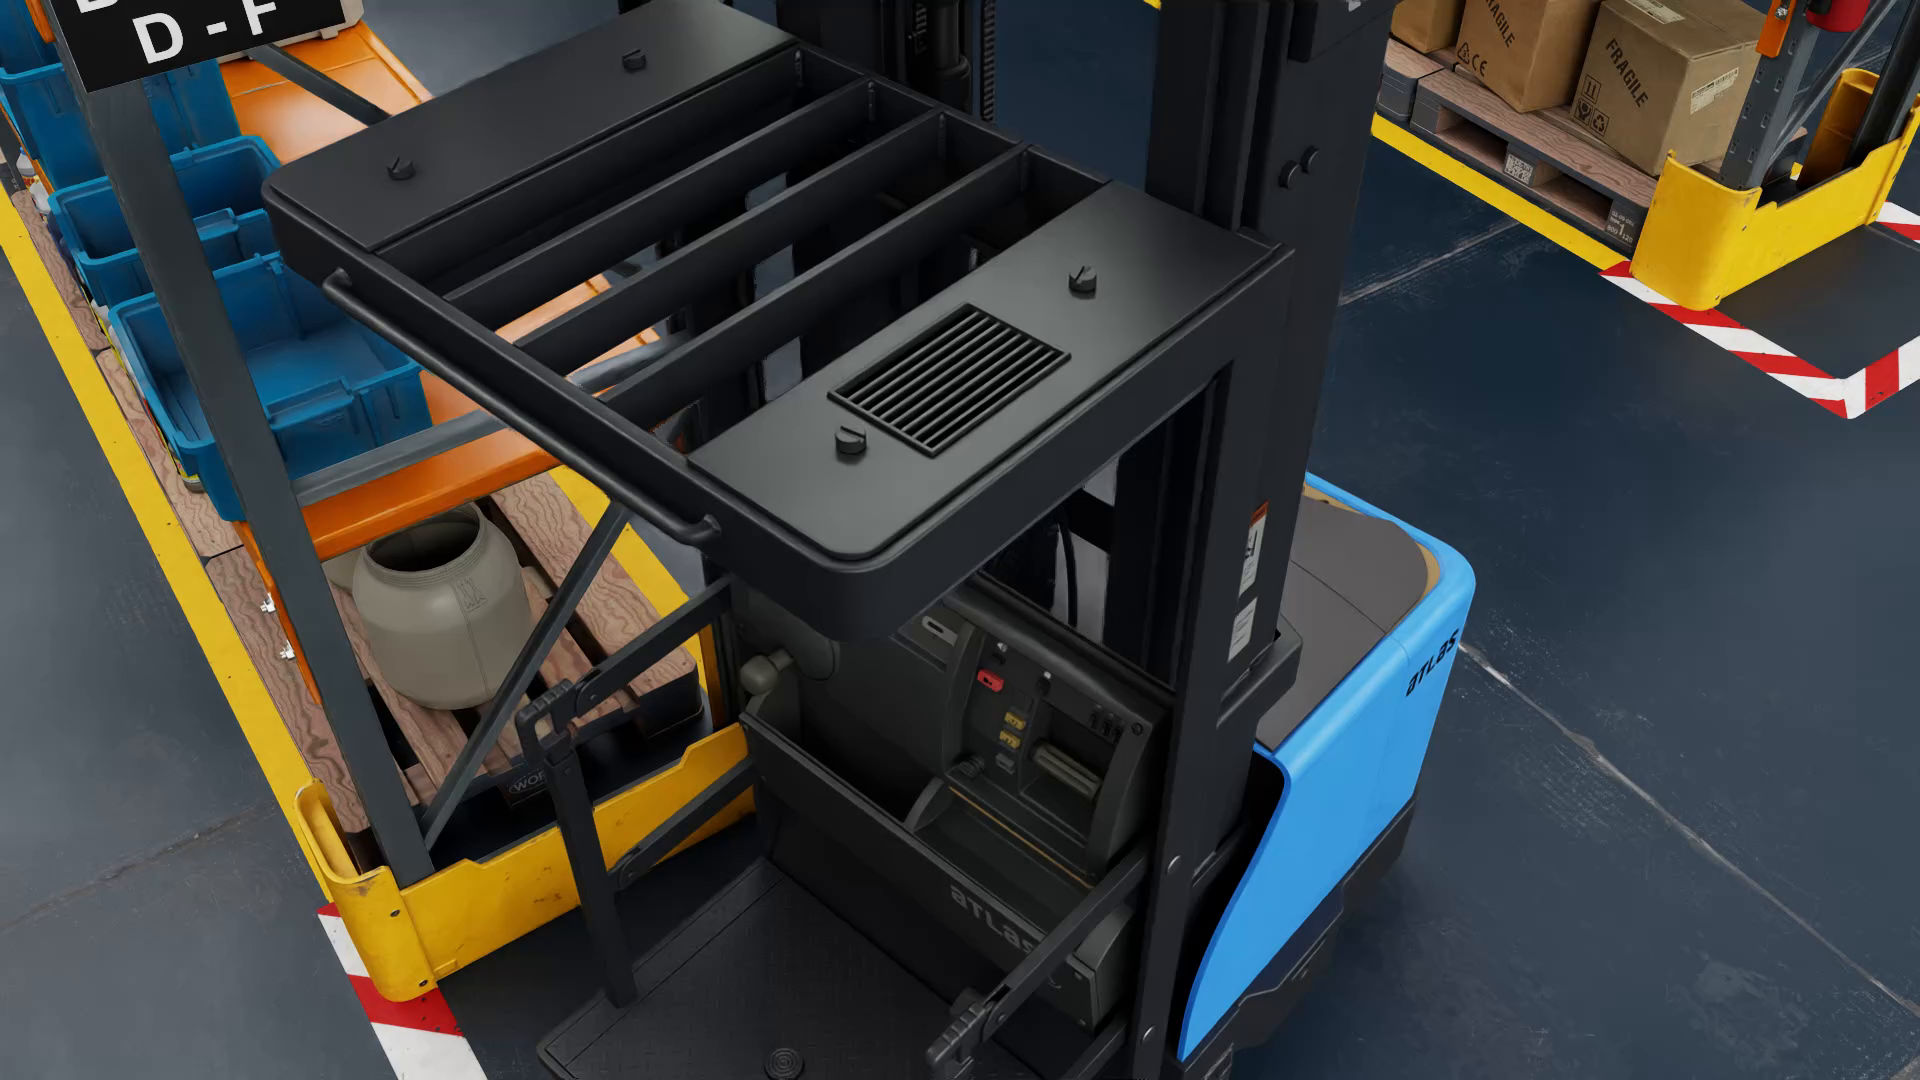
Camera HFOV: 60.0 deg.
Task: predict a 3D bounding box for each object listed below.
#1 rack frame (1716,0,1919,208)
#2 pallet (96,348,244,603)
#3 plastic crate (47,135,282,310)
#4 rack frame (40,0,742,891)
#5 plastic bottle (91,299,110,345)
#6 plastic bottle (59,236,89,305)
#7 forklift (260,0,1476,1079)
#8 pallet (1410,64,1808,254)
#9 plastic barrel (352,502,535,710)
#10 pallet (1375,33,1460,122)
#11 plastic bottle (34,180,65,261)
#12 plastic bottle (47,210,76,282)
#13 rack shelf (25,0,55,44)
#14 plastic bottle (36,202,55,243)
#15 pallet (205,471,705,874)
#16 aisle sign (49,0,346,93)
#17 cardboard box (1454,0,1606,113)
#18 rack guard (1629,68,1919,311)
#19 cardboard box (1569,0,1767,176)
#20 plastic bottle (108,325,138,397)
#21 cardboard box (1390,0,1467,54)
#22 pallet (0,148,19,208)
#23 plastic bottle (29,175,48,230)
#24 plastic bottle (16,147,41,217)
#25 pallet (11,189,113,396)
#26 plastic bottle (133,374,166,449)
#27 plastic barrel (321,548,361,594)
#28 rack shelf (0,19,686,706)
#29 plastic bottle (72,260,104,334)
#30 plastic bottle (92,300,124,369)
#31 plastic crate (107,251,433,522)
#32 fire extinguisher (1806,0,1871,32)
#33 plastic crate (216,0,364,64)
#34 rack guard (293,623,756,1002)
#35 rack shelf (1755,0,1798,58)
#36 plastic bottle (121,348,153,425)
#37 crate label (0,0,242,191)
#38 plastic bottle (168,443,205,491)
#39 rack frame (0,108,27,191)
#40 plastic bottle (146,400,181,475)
[{"bbox_3d":[3.136,-2.197,5.379,1.000,3.000,0.127,-26,49,-24],"label":"rack frame"},{"bbox_3d":[-2.163,-0.409,5.526,1.003,0.211,1.213,-26,49,-24],"label":"pallet"},{"bbox_3d":[-1.825,-0.722,3.942,0.499,0.251,0.408,-26,49,-24],"label":"plastic crate"},{"bbox_3d":[-0.927,-0.241,3.330,1.000,3.000,0.127,-26,49,-24],"label":"rack frame"},{"bbox_3d":[-2.843,-0.755,5.577,0.097,0.201,0.097,0,44,0],"label":"plastic bottle"},{"bbox_3d":[-2.986,-0.979,5.703,0.144,0.351,0.185,-28,50,-26],"label":"plastic bottle"},{"bbox_3d":[-0.201,0.299,2.815,1.130,2.935,3.031,32,52,29],"label":"forklift"},{"bbox_3d":[2.656,-1.706,6.884,1.003,0.211,1.213,-26,49,-24],"label":"pallet"},{"bbox_3d":[-1.366,0.165,4.403,0.421,0.512,0.421,0,44,0],"label":"plastic barrel"},{"bbox_3d":[1.962,-2.396,7.607,1.003,0.211,1.213,-26,49,-24],"label":"pallet"},{"bbox_3d":[-3.185,-1.154,5.941,0.152,0.276,0.135,-24,49,-23],"label":"plastic bottle"},{"bbox_3d":[-3.094,-1.086,5.815,0.144,0.351,0.185,-24,49,-23],"label":"plastic bottle"},{"bbox_3d":[-2.071,-2.198,3.729,1.077,0.370,4.000,-26,49,-24],"label":"rack shelf"},{"bbox_3d":[-3.276,-1.184,6.026,0.097,0.201,0.097,0,44,0],"label":"plastic bottle"},{"bbox_3d":[-1.469,0.281,4.802,1.003,0.211,1.213,-26,49,-24],"label":"pallet"},{"bbox_3d":[-1.129,-1.023,2.266,0.394,0.787,0.004,-26,49,-24],"label":"aisle sign"},{"bbox_3d":[2.422,-2.130,6.815,0.500,0.500,0.500,-14,45,-14],"label":"cardboard box"},{"bbox_3d":[3.092,-1.336,6.288,1.175,0.500,0.348,-26,49,-24],"label":"rack guard"},{"bbox_3d":[2.792,-1.805,6.475,0.500,0.500,0.500,-17,46,-17],"label":"cardboard box"},{"bbox_3d":[-2.636,-0.633,5.341,0.144,0.351,0.185,-24,49,-23],"label":"plastic bottle"},{"bbox_3d":[2.079,-2.492,7.195,0.500,0.500,0.500,-21,48,-21],"label":"cardboard box"},{"bbox_3d":[-3.696,-1.927,7.116,1.003,0.211,1.213,-26,49,-24],"label":"pallet"},{"bbox_3d":[-3.334,-1.242,6.086,0.097,0.201,0.097,0,44,0],"label":"plastic bottle"},{"bbox_3d":[-3.392,-1.325,6.123,0.097,0.271,0.097,0,44,0],"label":"plastic bottle"},{"bbox_3d":[-2.865,-1.101,6.250,1.003,0.211,1.213,-26,49,-24],"label":"pallet"},{"bbox_3d":[-2.459,-0.435,5.187,0.152,0.276,0.135,-25,49,-24],"label":"plastic bottle"},{"bbox_3d":[-1.653,-0.119,4.700,0.421,0.512,0.421,0,44,0],"label":"plastic barrel"},{"bbox_3d":[-2.071,-1.113,4.765,1.077,0.370,4.000,-26,49,-24],"label":"rack shelf"},{"bbox_3d":[-2.926,-0.845,5.611,0.061,0.283,0.133,-24,48,-23],"label":"plastic bottle"},{"bbox_3d":[-2.743,-0.738,5.451,0.144,0.351,0.185,-26,49,-25],"label":"plastic bottle"},{"bbox_3d":[-1.459,-0.352,3.554,0.499,0.251,0.616,-26,49,-24],"label":"plastic crate"},{"bbox_3d":[2.823,-1.922,5.147,0.296,0.674,0.183,-26,49,-24],"label":"fire extinguisher"},{"bbox_3d":[-2.079,-1.591,4.935,0.530,0.136,0.437,-26,49,-24],"label":"plastic crate"},{"bbox_3d":[-1.009,0.639,4.219,1.175,0.500,0.348,-26,49,-24],"label":"rack guard"},{"bbox_3d":[1.991,-3.070,6.814,1.077,0.370,4.000,-26,49,-24],"label":"rack shelf"},{"bbox_3d":[-2.538,-0.514,5.270,0.152,0.276,0.135,-27,50,-25],"label":"plastic bottle"},{"bbox_3d":[-2.202,-1.189,4.298,0.502,0.435,0.616,-26,49,-24],"label":"crate label"},{"bbox_3d":[-2.337,-0.255,5.052,0.097,0.201,0.097,0,44,0],"label":"plastic bottle"},{"bbox_3d":[-3.215,-2.506,5.703,1.000,3.000,0.127,-26,49,-24],"label":"rack frame"},{"bbox_3d":[-2.419,-0.343,5.086,0.061,0.283,0.133,-25,49,-24],"label":"plastic bottle"}]
